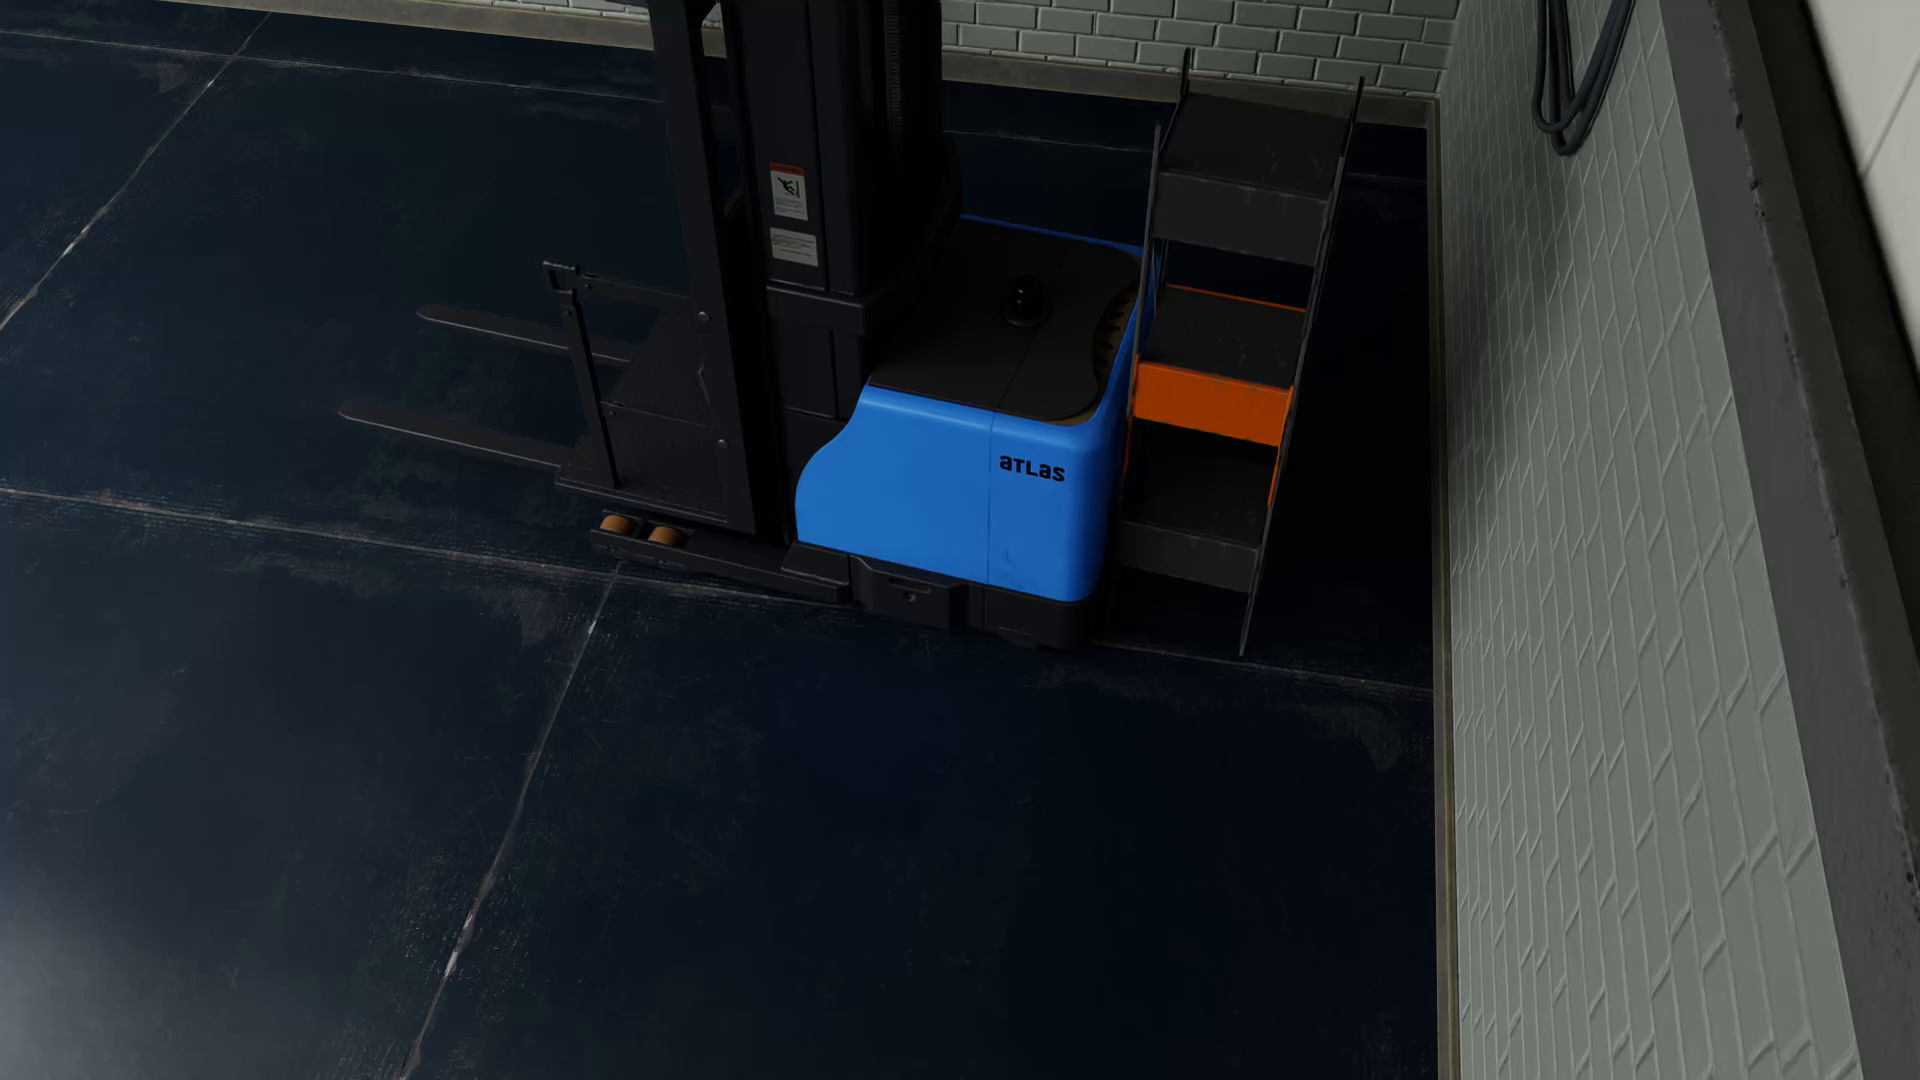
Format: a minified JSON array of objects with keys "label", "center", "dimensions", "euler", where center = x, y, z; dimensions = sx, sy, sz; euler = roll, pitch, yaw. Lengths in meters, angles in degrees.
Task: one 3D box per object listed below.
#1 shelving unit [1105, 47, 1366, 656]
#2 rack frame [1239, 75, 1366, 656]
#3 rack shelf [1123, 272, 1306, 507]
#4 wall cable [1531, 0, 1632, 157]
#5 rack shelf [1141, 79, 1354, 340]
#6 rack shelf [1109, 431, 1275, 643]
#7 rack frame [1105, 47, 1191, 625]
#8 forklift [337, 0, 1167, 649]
[{"label":"shelving unit","center":[0.818,-0.487,5.276],"dimensions":[0.503,2.100,0.431],"euler":[13,49,11]},{"label":"rack frame","center":[1.052,-0.434,5.228],"dimensions":[0.015,2.100,0.400],"euler":[13,49,11]},{"label":"rack shelf","center":[0.818,-0.477,5.286],"dimensions":[0.480,0.518,0.431],"euler":[13,49,11]},{"label":"wall cable","center":[1.976,-2.907,4.900],"dimensions":[0.112,2.526,3.097],"euler":[8,49,7]},{"label":"rack shelf","center":[0.818,-0.945,4.765],"dimensions":[0.480,0.518,0.431],"euler":[13,49,11]},{"label":"rack shelf","center":[0.818,-0.010,5.806],"dimensions":[0.480,0.518,0.431],"euler":[13,49,11]},{"label":"rack frame","center":[0.585,-0.539,5.323],"dimensions":[0.015,2.100,0.400],"euler":[13,49,11]},{"label":"forklift","center":[-0.851,-1.231,5.386],"dimensions":[3.031,2.935,1.130],"euler":[13,49,11]}]
